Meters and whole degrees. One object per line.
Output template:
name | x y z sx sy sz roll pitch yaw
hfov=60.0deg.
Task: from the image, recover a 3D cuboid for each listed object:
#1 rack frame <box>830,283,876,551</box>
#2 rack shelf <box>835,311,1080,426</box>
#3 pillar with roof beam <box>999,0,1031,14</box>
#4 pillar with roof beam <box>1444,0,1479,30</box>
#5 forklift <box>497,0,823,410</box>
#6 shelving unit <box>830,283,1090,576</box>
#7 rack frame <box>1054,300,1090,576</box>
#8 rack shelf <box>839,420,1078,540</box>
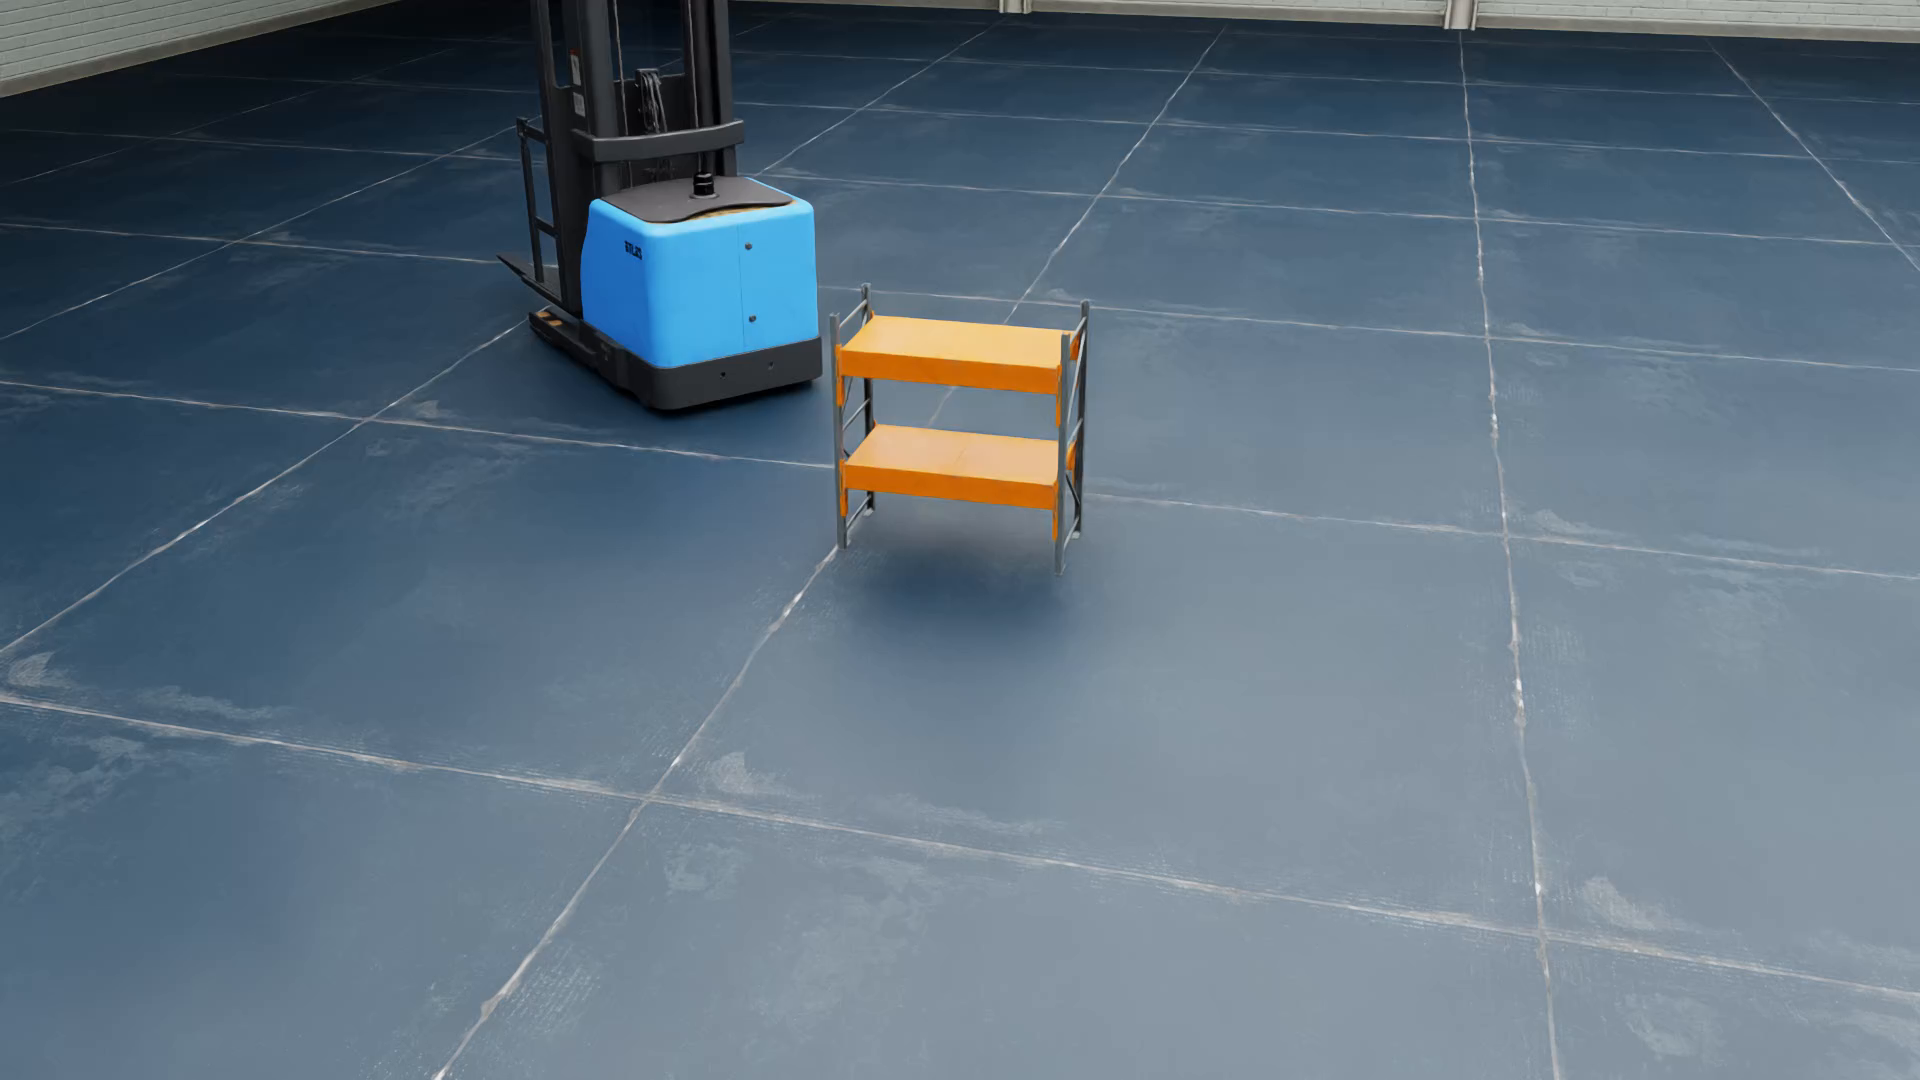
rack frame | -0.486 -0.562 7.621 0.032 1.125 0.500 6 26 13
rack shelf | 0.007 -0.771 7.381 1.000 0.278 0.538 6 26 13
pillar with roof beam | -0.296 -9.668 17.589 0.400 9.000 9.100 6 26 13
pillar with roof beam | 5.515 -9.026 16.240 0.400 9.000 9.100 6 26 13
forklift | -2.033 -2.616 9.836 1.130 2.935 3.031 -16 30 -30
shelving unit | 0.007 -0.507 7.507 1.048 1.125 0.538 6 26 13
rack frame | 0.499 -0.453 7.392 0.032 1.125 0.500 6 26 13
rack shelf | 0.007 -0.286 7.612 1.000 0.278 0.538 6 26 13
